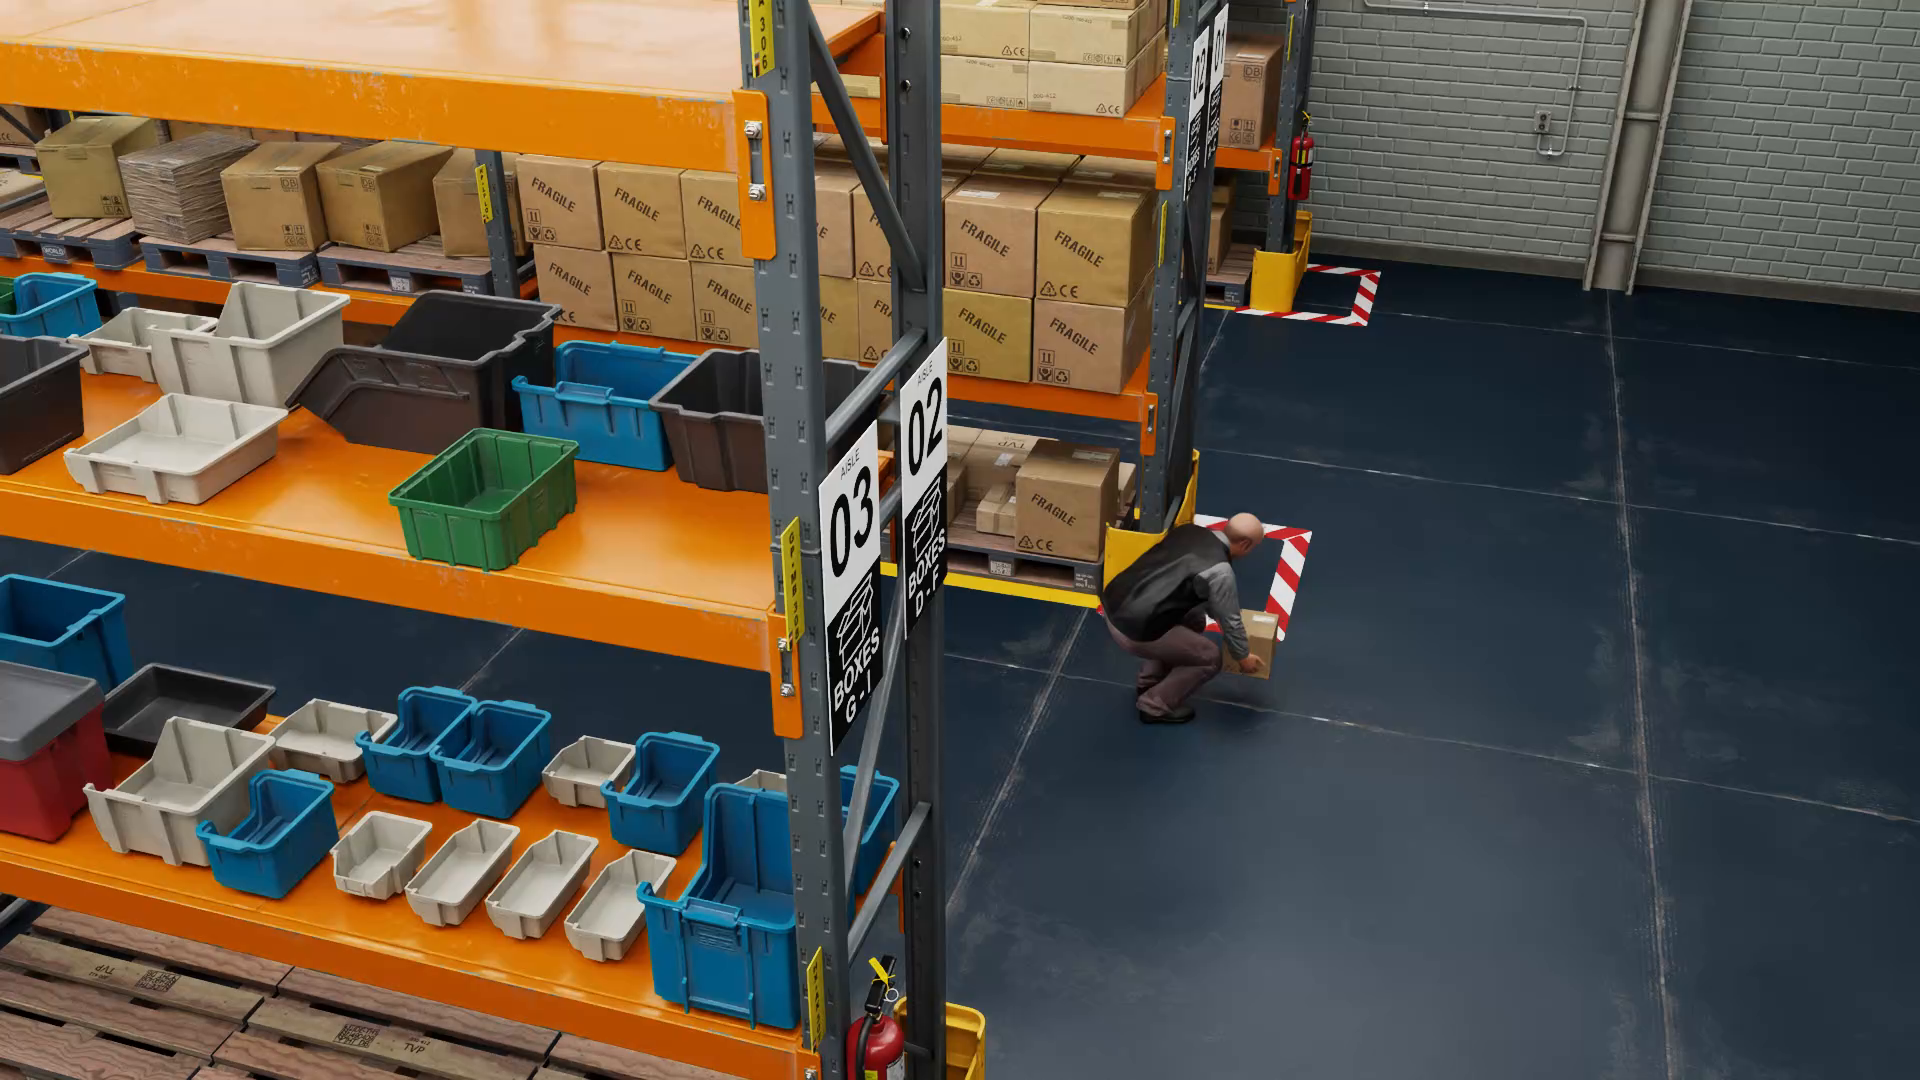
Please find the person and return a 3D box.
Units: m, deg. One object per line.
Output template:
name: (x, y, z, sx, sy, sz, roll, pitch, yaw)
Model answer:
person: (1.132, 0.382, 8.546, 0.828, 1.047, 0.553, -5, 29, -8)
